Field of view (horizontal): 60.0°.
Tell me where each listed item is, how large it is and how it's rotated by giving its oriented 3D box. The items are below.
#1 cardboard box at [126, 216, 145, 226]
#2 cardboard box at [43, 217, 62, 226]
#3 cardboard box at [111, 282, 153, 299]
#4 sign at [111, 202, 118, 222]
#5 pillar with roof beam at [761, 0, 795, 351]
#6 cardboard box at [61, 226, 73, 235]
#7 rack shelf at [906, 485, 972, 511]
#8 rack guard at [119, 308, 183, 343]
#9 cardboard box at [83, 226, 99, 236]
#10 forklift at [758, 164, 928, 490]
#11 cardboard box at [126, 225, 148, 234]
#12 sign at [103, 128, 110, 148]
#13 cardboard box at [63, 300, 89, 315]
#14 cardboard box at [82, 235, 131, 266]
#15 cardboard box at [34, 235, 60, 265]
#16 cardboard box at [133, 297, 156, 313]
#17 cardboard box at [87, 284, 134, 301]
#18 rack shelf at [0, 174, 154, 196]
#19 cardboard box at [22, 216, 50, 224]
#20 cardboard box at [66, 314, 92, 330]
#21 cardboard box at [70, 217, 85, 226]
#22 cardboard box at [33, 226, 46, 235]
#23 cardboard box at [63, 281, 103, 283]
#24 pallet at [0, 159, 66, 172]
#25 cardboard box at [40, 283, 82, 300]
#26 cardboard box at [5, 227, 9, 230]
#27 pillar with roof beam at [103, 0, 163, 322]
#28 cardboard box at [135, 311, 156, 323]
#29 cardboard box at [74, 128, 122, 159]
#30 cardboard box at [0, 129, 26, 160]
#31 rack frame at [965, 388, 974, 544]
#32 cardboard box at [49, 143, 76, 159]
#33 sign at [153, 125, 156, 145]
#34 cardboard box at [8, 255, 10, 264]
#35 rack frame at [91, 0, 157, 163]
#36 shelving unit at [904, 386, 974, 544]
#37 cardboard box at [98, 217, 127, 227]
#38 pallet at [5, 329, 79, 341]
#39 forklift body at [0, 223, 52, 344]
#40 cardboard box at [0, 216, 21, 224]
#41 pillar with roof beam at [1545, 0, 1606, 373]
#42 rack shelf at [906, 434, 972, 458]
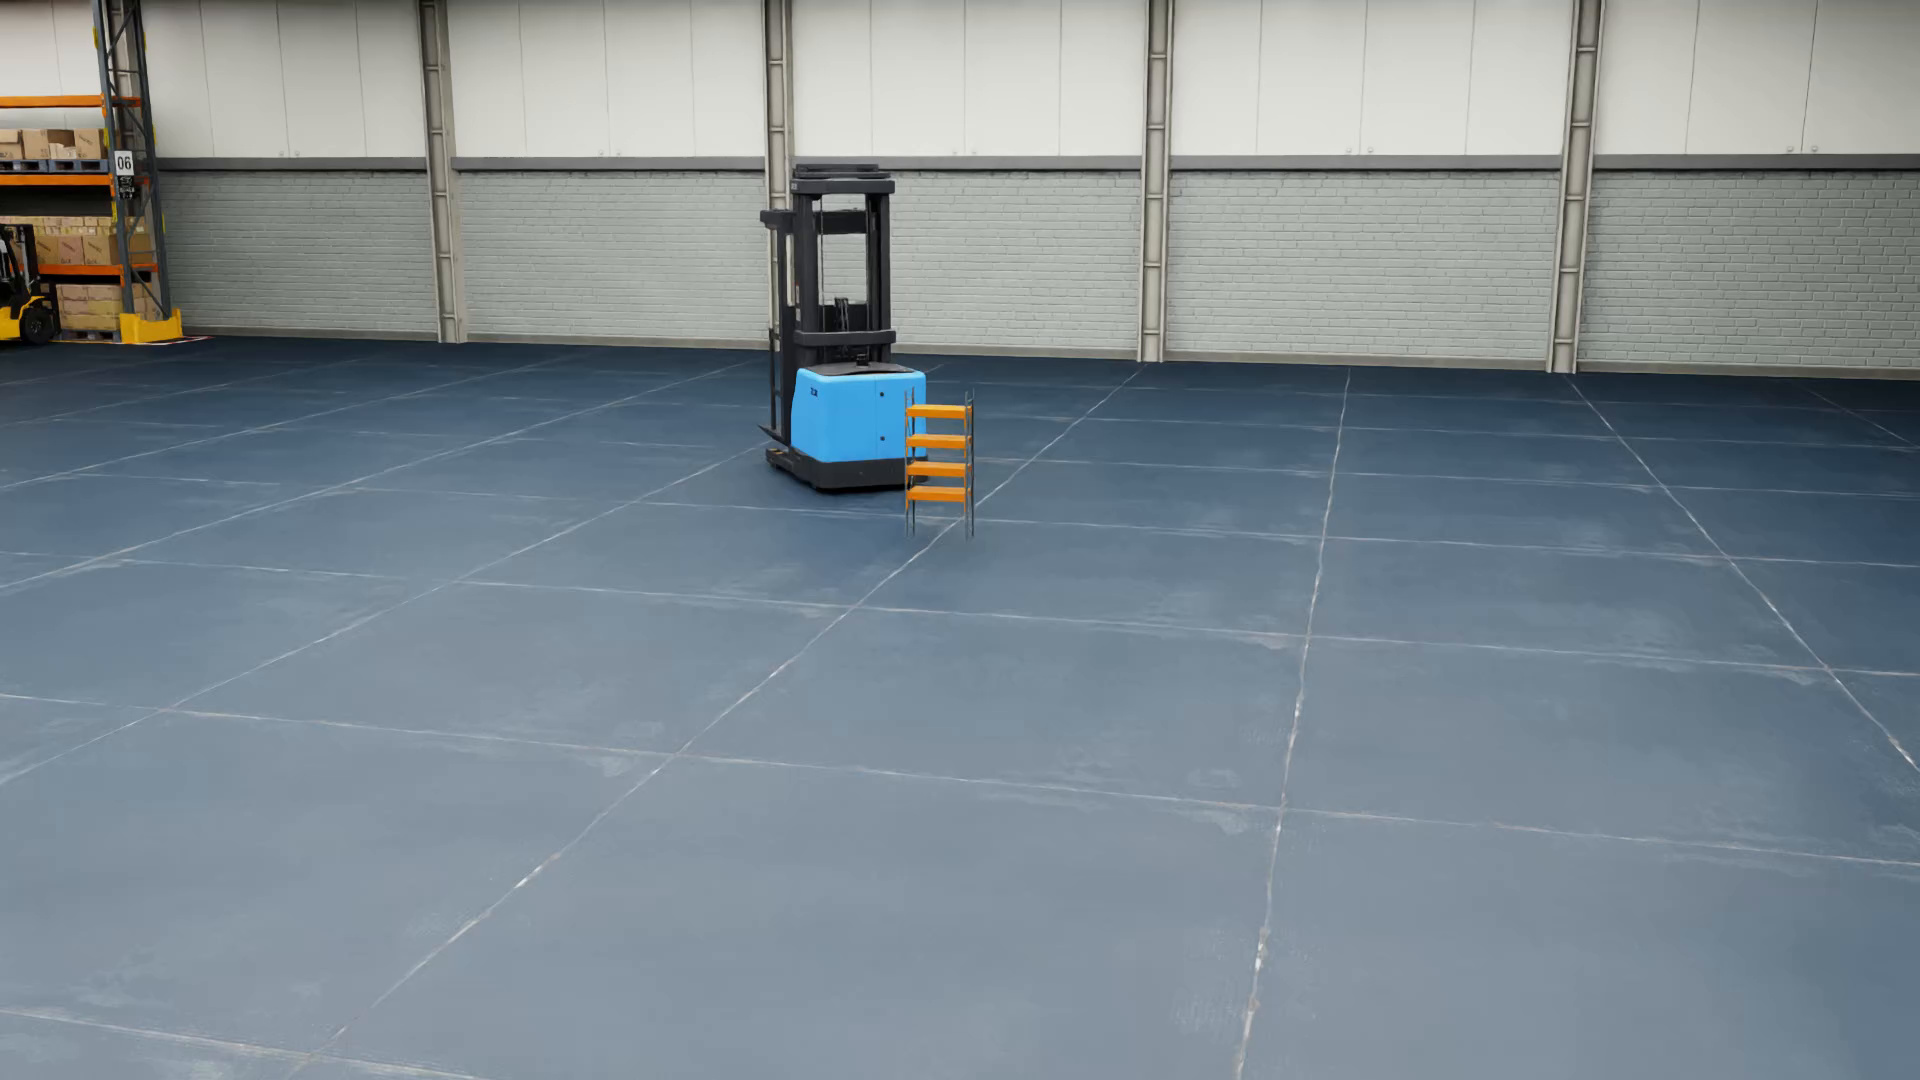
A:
[{"bbox_3d":[-14.332,-5.517,28.762,0.250,0.149,0.380,3,13,12],"label":"cardboard box"},{"bbox_3d":[-15.466,-5.462,28.513,0.250,0.149,0.380,3,13,15],"label":"cardboard box"},{"bbox_3d":[-14.479,-4.360,29.030,0.500,0.250,0.500,3,13,13],"label":"cardboard box"},{"bbox_3d":[-14.201,-5.512,27.932,0.005,0.325,0.100,3,13,14],"label":"sign"},{"bbox_3d":[-3.898,-6.571,22.074,0.400,9.000,9.100,3,13,14],"label":"pillar with roof beam"},{"bbox_3d":[-15.192,-5.318,28.548,0.250,0.149,0.380,3,13,13],"label":"cardboard box"},{"bbox_3d":[-0.161,-0.335,13.200,0.480,0.148,0.258,3,13,14],"label":"rack shelf"},{"bbox_3d":[-14.034,-3.723,28.859,0.348,0.500,1.175,3,13,14],"label":"rack guard"},{"bbox_3d":[-14.716,-5.276,28.360,0.250,0.149,0.380,3,13,14],"label":"cardboard box"},{"bbox_3d":[-1.295,-2.166,16.227,1.130,2.935,3.031,-5,13,-20],"label":"forklift"},{"bbox_3d":[-14.325,-5.382,28.838,0.250,0.149,0.380,3,13,12],"label":"cardboard box"},{"bbox_3d":[-14.201,-6.689,27.671,0.005,0.325,0.100,3,13,14],"label":"sign"},{"bbox_3d":[-15.089,-4.039,28.737,0.500,0.250,0.500,3,13,13],"label":"cardboard box"},{"bbox_3d":[-14.598,-4.964,28.450,0.500,0.500,0.500,3,13,12],"label":"cardboard box"},{"bbox_3d":[-15.597,-5.019,28.699,0.500,0.500,0.500,3,13,12],"label":"cardboard box"},{"bbox_3d":[-14.464,-4.119,29.099,0.500,0.250,0.500,3,13,15],"label":"cardboard box"},{"bbox_3d":[-14.579,-4.254,28.550,0.500,0.250,0.500,4,13,15],"label":"cardboard box"},{"bbox_3d":[-15.999,-6.161,28.815,4.000,0.370,1.077,3,13,14],"label":"rack shelf"},{"bbox_3d":[-15.946,-5.508,28.718,0.250,0.149,0.380,3,13,14],"label":"cardboard box"},{"bbox_3d":[-15.070,-3.793,28.782,0.500,0.250,0.500,3,13,14],"label":"cardboard box"},{"bbox_3d":[-14.963,-5.444,28.429,0.250,0.149,0.380,3,13,15],"label":"cardboard box"},{"bbox_3d":[-15.712,-5.330,28.606,0.250,0.149,0.380,3,13,14],"label":"cardboard box"},{"bbox_3d":[-15.448,-4.413,29.271,0.500,0.250,0.500,3,13,13],"label":"cardboard box"},{"bbox_3d":[-15.926,-6.471,28.752,1.213,0.211,1.003,3,13,14],"label":"pallet"},{"bbox_3d":[-15.569,-4.303,28.773,0.500,0.250,0.500,3,13,14],"label":"cardboard box"},{"bbox_3d":[-16.459,-5.373,28.798,0.250,0.149,0.380,3,13,12],"label":"cardboard box"},{"bbox_3d":[-15.549,-7.194,24.881,0.400,9.000,9.100,3,13,14],"label":"pillar with roof beam"},{"bbox_3d":[-14.487,-3.874,29.147,0.500,0.250,0.500,3,13,14],"label":"cardboard box"},{"bbox_3d":[-14.546,-6.683,28.075,0.500,0.500,0.500,3,13,15],"label":"cardboard box"},{"bbox_3d":[-16.075,-6.797,28.582,0.637,0.503,0.797,3,13,15],"label":"cardboard box"},{"bbox_3d":[0.076,-0.582,13.085,0.015,1.200,0.240,3,13,14],"label":"rack frame"},{"bbox_3d":[-15.181,-6.589,28.193,0.258,0.266,0.396,3,13,14],"label":"cardboard box"},{"bbox_3d":[-13.919,-6.991,28.691,0.005,0.325,0.100,3,13,14],"label":"sign"},{"bbox_3d":[-16.571,-5.073,28.944,0.500,0.500,0.500,3,13,13],"label":"cardboard box"},{"bbox_3d":[-14.057,-7.873,27.944,0.127,3.000,1.000,3,13,14],"label":"rack frame"},{"bbox_3d":[-0.161,-0.594,13.143,0.503,1.200,0.258,3,13,14],"label":"shelving unit"},{"bbox_3d":[-14.456,-5.429,28.365,0.250,0.149,0.380,3,13,14],"label":"cardboard box"},{"bbox_3d":[-15.991,-3.678,29.323,1.213,0.211,1.003,3,13,14],"label":"pallet"},{"bbox_3d":[-16.336,-4.245,27.401,1.214,2.155,2.313,3,13,14],"label":"forklift body"},{"bbox_3d":[-16.433,-5.534,28.835,0.250,0.149,0.380,3,13,13],"label":"cardboard box"},{"bbox_3d":[7.752,-5.948,19.267,0.400,9.000,9.100,3,13,14],"label":"pillar with roof beam"},{"bbox_3d":[-0.161,-0.747,13.109,0.480,0.148,0.258,3,13,14],"label":"rack shelf"}]
